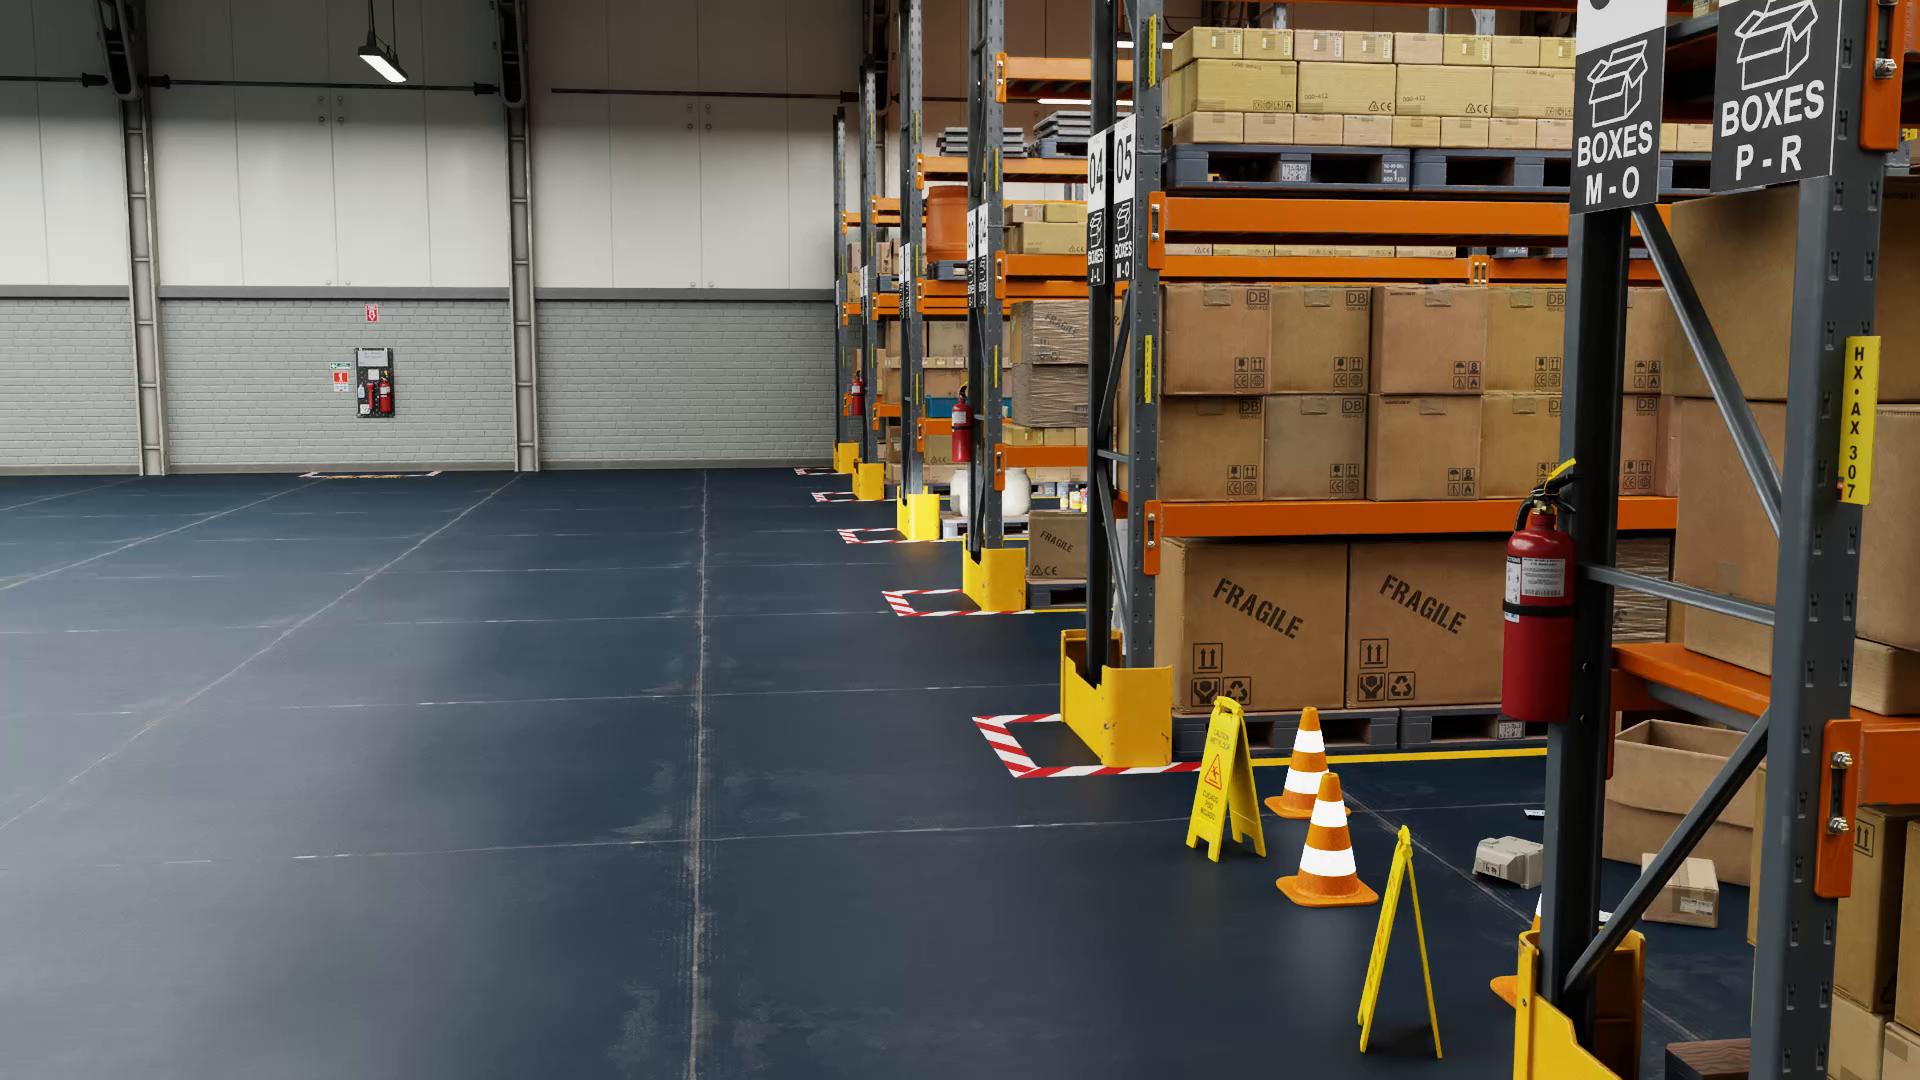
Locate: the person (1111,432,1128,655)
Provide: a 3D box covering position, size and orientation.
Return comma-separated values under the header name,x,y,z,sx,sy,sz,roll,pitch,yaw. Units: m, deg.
name,x,y,z,sx,sy,sz,roll,pitch,yaw
person,1.179,-0.065,11.372,0.361,1.671,0.501,-1,7,-12
